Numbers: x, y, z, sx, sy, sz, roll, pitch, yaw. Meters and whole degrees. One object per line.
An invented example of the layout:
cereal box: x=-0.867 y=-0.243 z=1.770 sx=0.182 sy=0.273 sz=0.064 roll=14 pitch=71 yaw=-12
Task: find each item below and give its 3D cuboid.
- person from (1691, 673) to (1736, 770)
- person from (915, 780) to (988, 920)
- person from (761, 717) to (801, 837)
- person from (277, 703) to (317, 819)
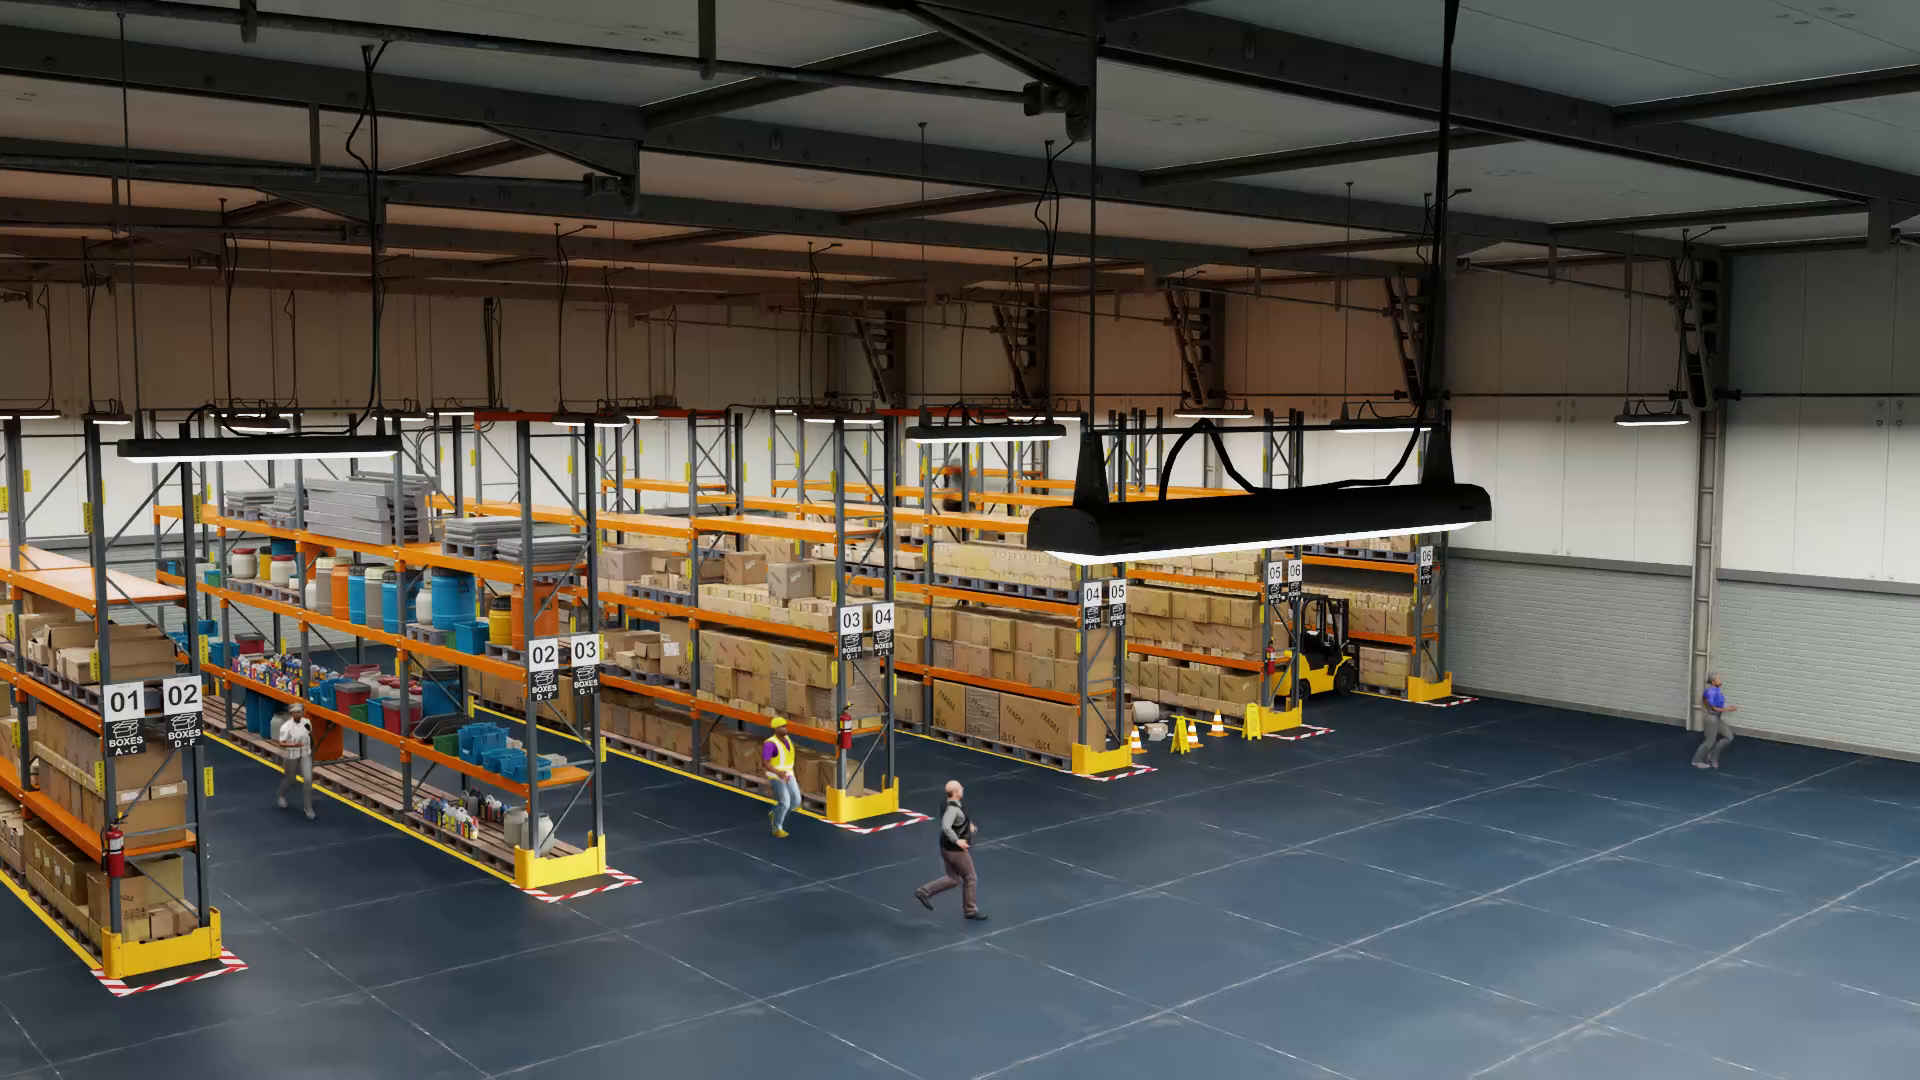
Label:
person: x=12.704 y=3.055 z=27.964 sx=0.677 sy=1.654 sz=0.545 roll=4 pitch=6 yaw=35
person: x=-0.094 y=3.735 z=19.950 sx=0.895 sy=1.722 sz=0.662 roll=-1 pitch=5 yaw=-15
person: x=-2.558 y=3.379 z=23.787 sx=0.523 sy=1.726 sz=0.705 roll=3 pitch=6 yaw=27
person: x=-10.005 y=3.283 z=25.096 sx=0.587 sy=1.731 sz=0.926 roll=-4 pitch=7 yaw=-40
